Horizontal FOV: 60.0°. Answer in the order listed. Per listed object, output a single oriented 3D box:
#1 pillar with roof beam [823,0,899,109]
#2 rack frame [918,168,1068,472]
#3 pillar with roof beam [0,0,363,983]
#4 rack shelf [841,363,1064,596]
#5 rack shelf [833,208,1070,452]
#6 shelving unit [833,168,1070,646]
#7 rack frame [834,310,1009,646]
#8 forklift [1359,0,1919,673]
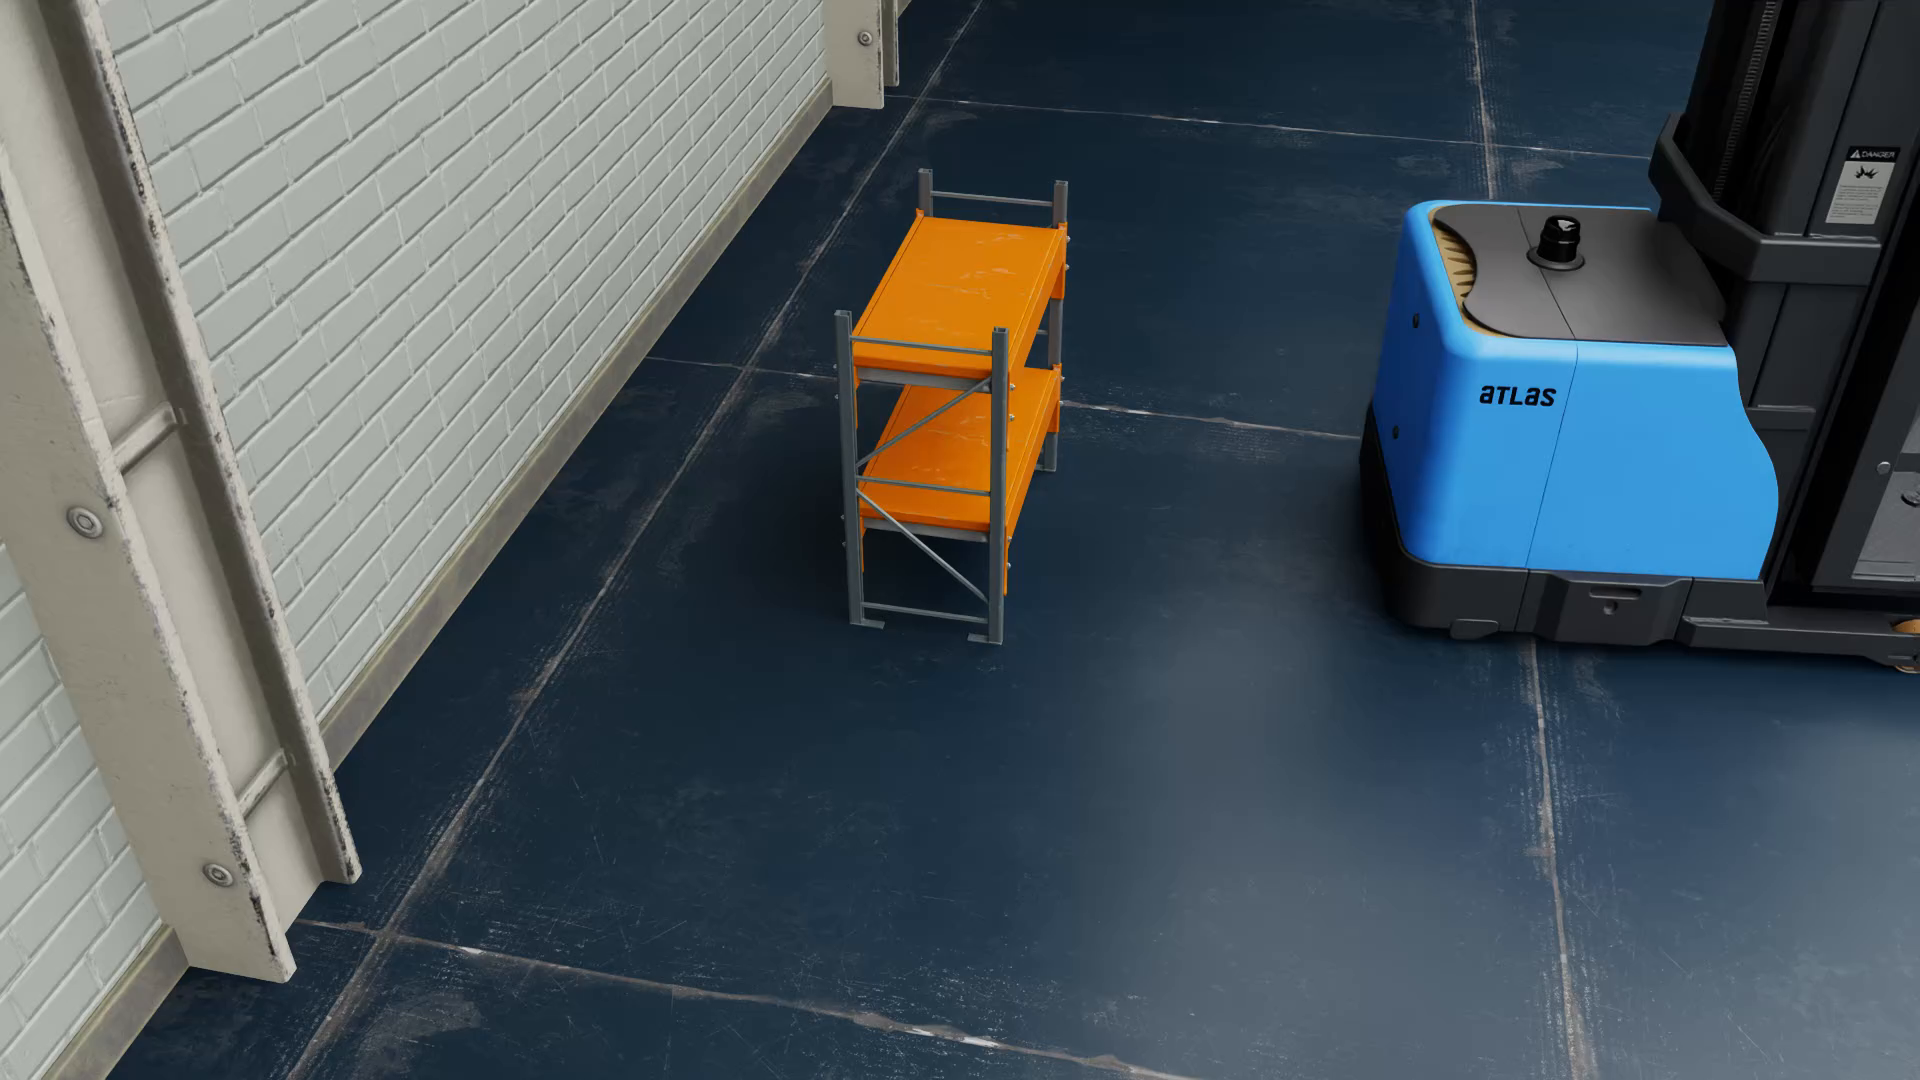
[{"bbox_3d":[3.675,-5.556,5.747,9.100,9.000,0.400,7,37,10],"label":"pillar with roof beam"},{"bbox_3d":[0.107,-0.743,5.817,0.500,1.125,0.032,7,37,10],"label":"rack frame"},{"bbox_3d":[2.394,-2.116,1.001,9.100,9.000,0.400,7,37,10],"label":"pillar with roof beam"},{"bbox_3d":[-0.001,-0.254,5.558,0.538,0.278,1.000,7,37,10],"label":"rack shelf"},{"bbox_3d":[-0.001,-0.689,5.243,0.538,0.278,1.000,7,37,10],"label":"rack shelf"},{"bbox_3d":[-0.001,-0.452,5.415,0.538,1.125,1.048,7,37,10],"label":"shelving unit"},{"bbox_3d":[-0.110,-0.160,5.012,0.500,1.125,0.032,7,37,10],"label":"rack frame"},{"bbox_3d":[2.917,-1.089,4.756,3.031,2.935,1.130,3,36,4],"label":"forklift"}]
